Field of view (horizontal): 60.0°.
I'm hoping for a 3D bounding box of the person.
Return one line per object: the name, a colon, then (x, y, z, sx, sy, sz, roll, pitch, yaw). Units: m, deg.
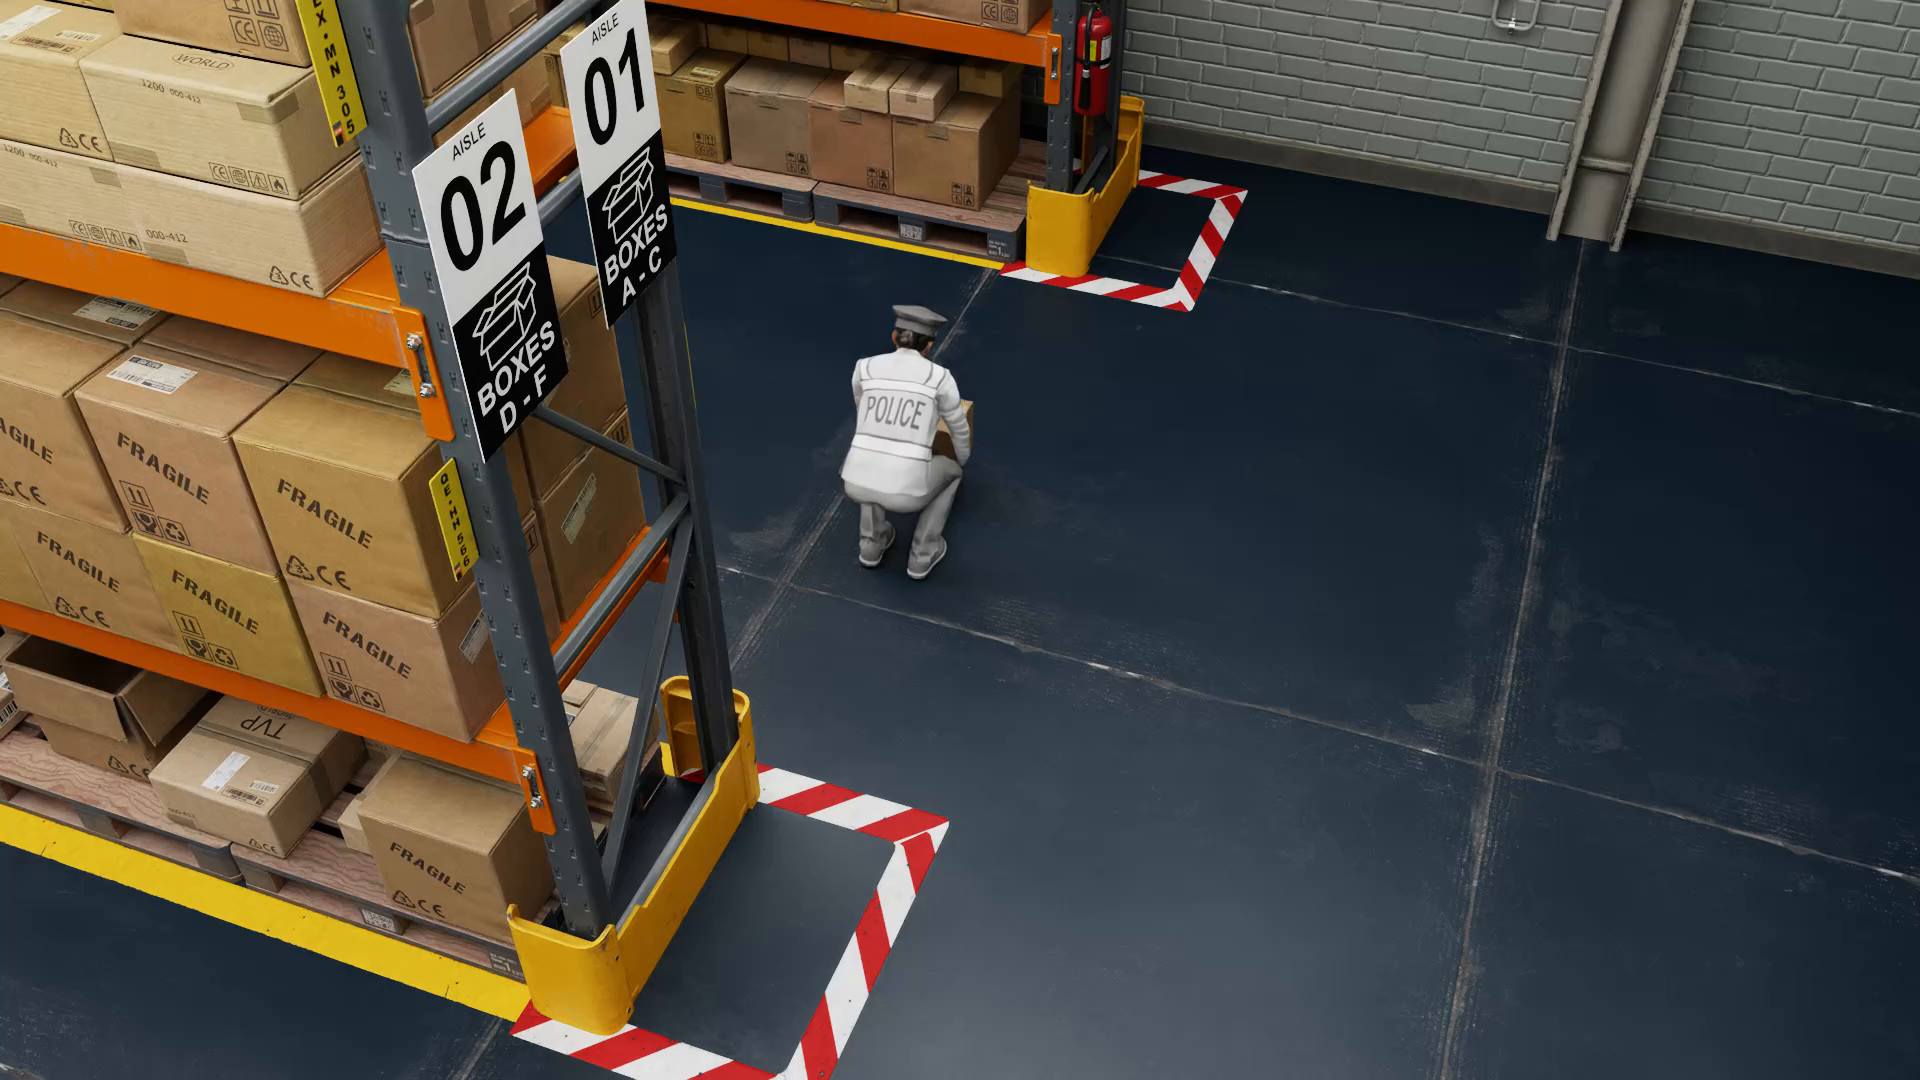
person: (-0.254, -0.409, 7.066, 0.504, 1.073, 0.815, 14, 44, 15)
